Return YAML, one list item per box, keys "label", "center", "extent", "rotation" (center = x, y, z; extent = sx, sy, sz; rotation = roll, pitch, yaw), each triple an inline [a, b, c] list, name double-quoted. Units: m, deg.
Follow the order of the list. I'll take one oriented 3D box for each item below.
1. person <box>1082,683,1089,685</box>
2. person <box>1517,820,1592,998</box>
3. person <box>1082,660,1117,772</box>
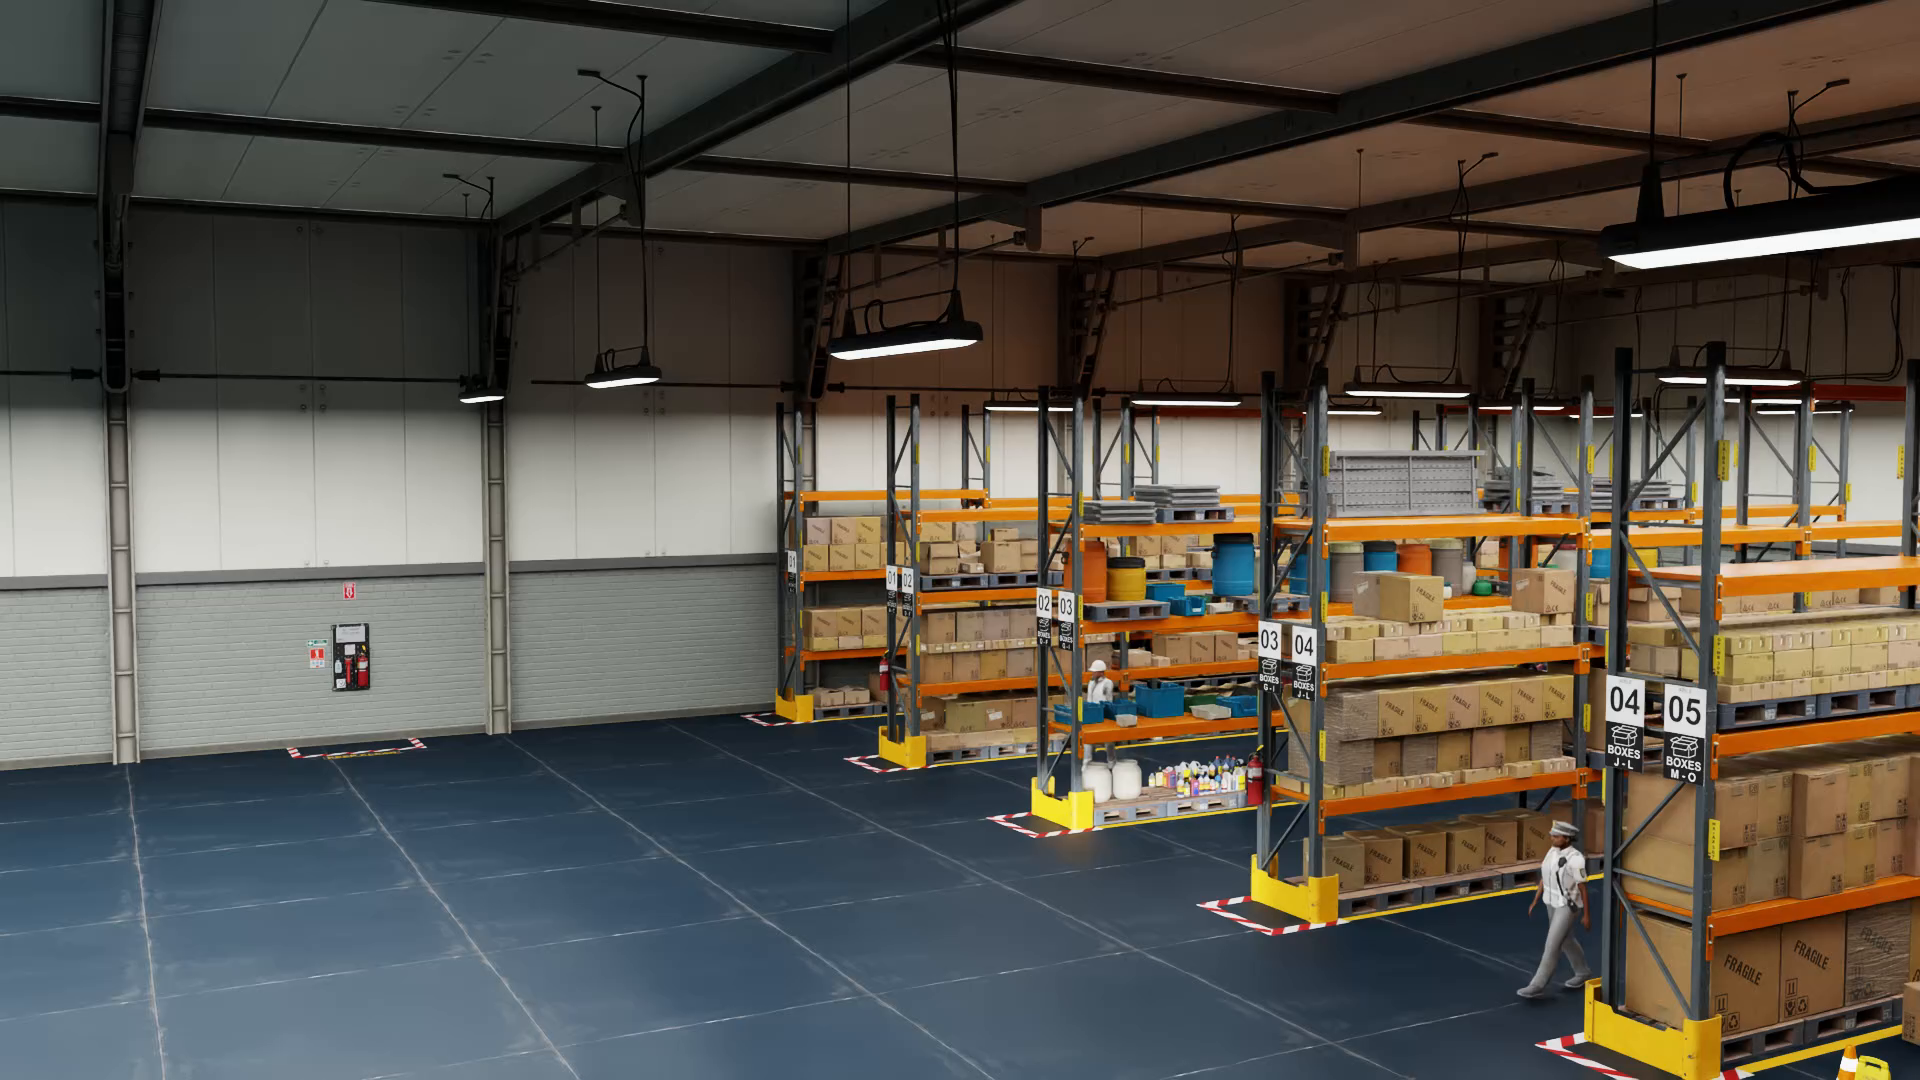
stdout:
- label: "person"
  center: [2.613, 2.541, 32.406]
  extent: [0.755, 1.585, 0.645]
  rotation: [-1, 3, -16]
- label: "person"
  center: [5.591, 3.445, 15.648]
  extent: [0.956, 1.628, 0.491]
  rotation: [-1, 3, -15]
- label: "person"
  center: [2.202, 2.790, 26.379]
  extent: [0.705, 1.780, 0.587]
  rotation: [-3, 4, -40]
